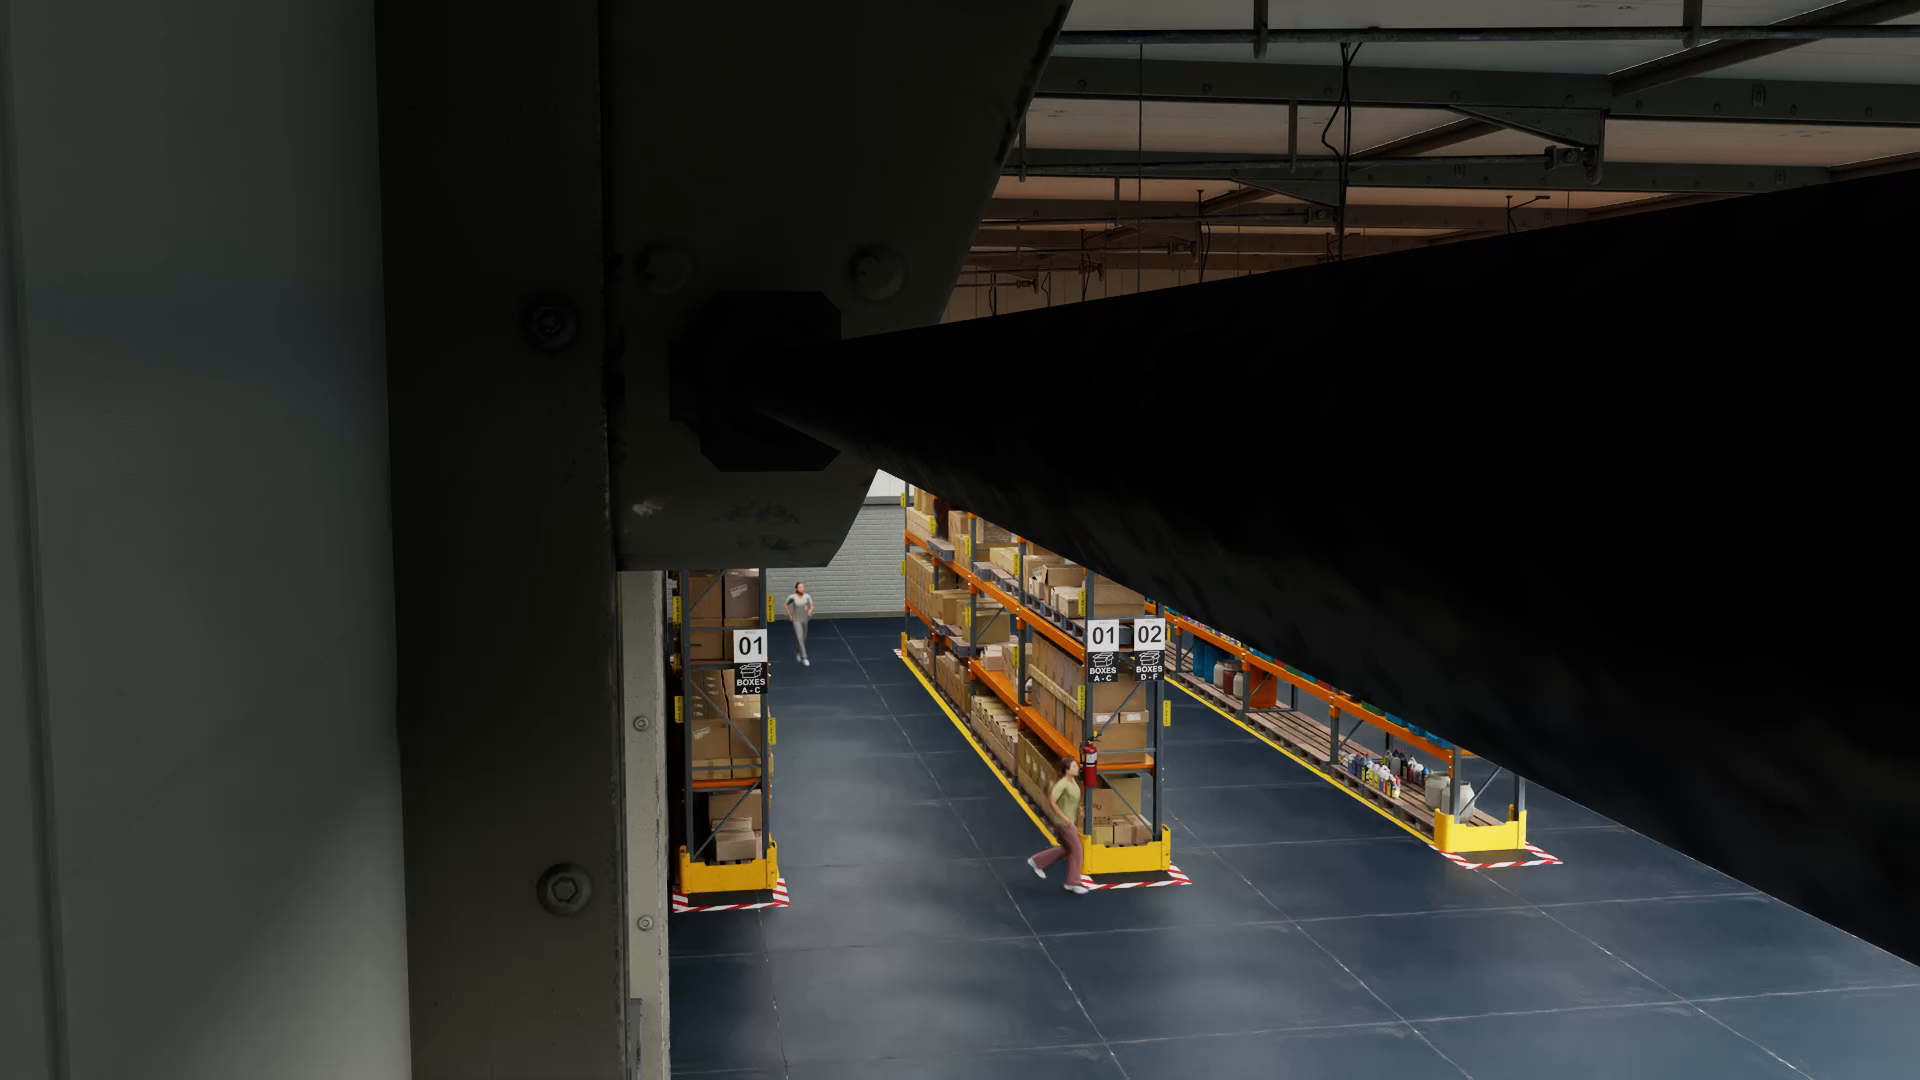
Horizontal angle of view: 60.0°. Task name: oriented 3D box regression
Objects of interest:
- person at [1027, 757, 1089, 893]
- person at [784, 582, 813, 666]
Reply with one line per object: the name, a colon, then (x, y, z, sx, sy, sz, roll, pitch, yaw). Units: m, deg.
person: (1.186, 3.433, 20.130, 0.765, 1.678, 0.577, 2, 6, 16)
person: (-3.291, 1.691, 34.195, 0.586, 1.693, 0.815, -3, 6, -24)
